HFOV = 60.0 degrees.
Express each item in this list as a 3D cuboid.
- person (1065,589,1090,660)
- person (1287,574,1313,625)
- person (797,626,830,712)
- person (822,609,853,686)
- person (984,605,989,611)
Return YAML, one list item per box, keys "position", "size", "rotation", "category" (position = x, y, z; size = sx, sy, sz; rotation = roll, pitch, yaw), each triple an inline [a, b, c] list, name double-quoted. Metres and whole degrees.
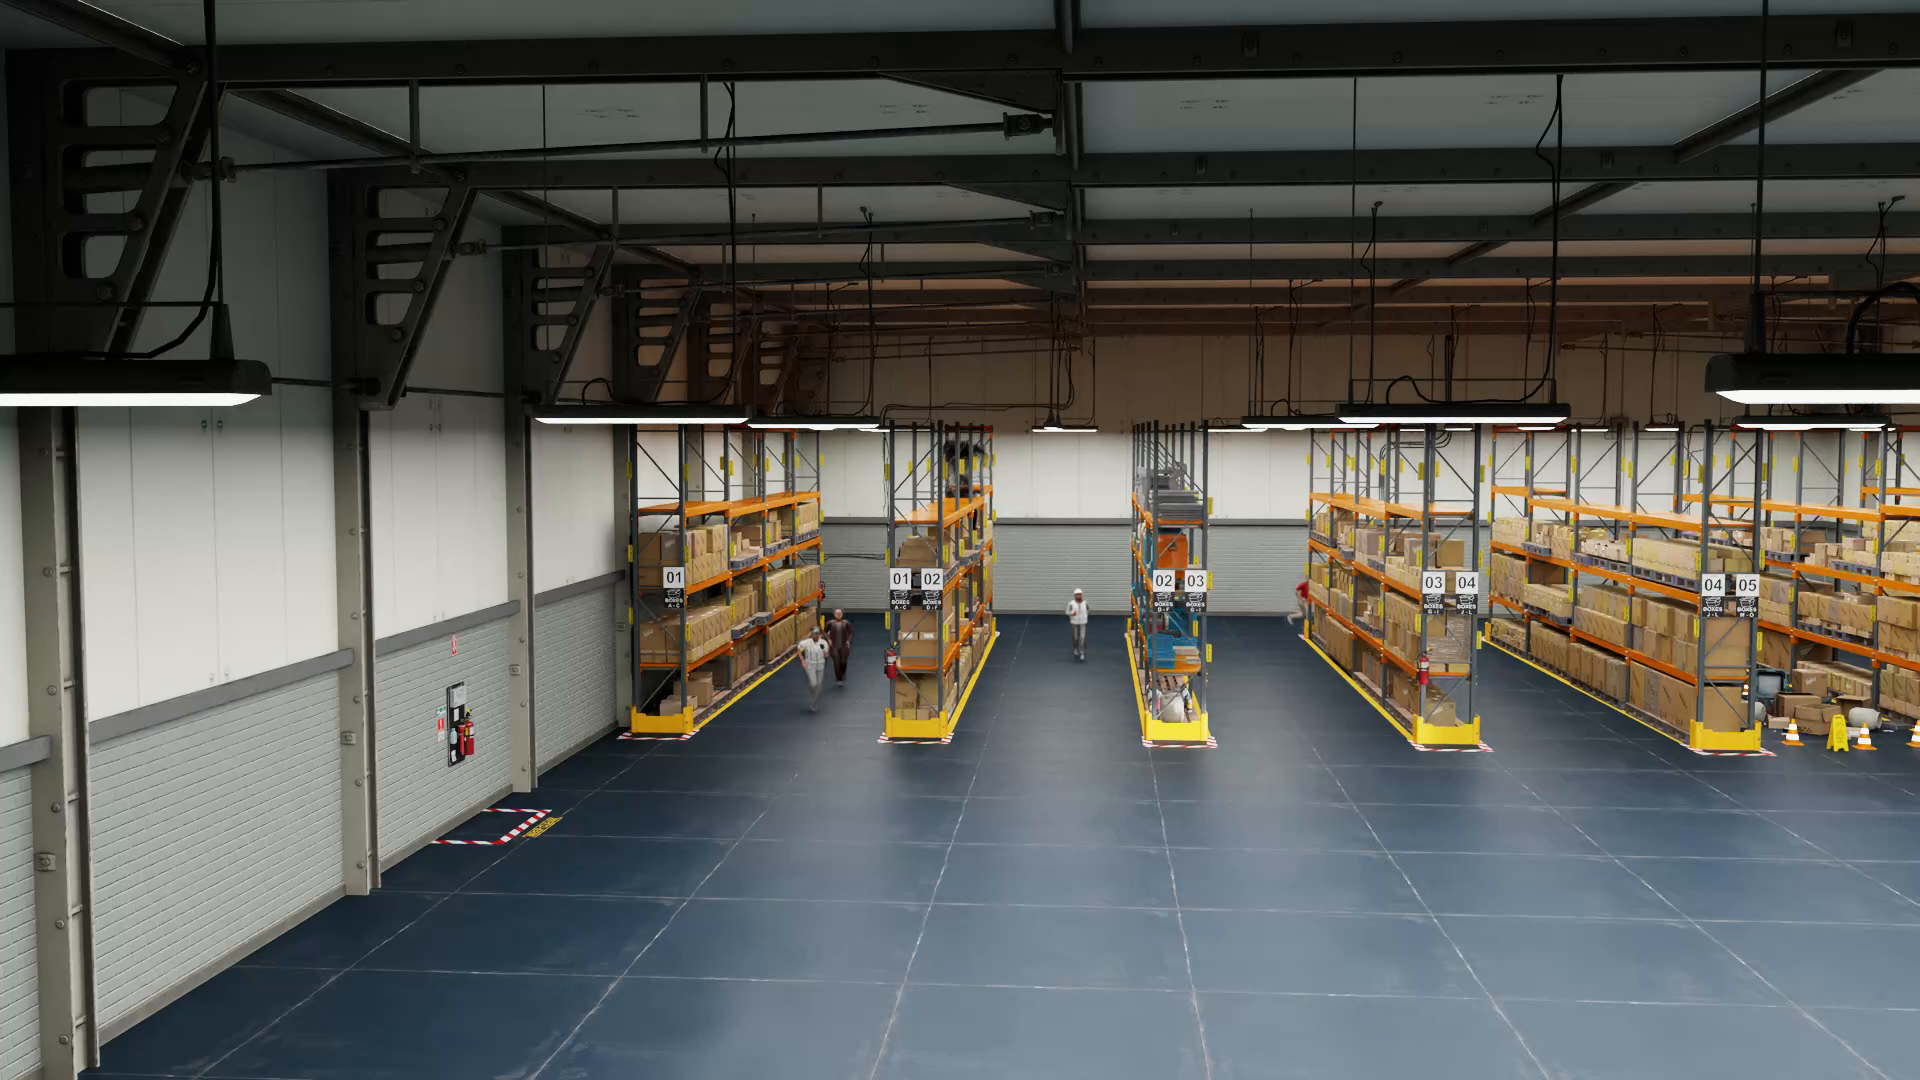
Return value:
- position: [3.020, 2.125, 42.430]
  size: [0.663, 1.760, 0.949]
  rotation: [0, 4, -3]
  category: "person"
- position: [9.965, 1.841, 48.373]
  size: [1.039, 1.733, 0.663]
  rotation: [3, 5, 37]
  category: "person"
- position: [-3.012, 2.682, 34.472]
  size: [0.660, 1.823, 0.808]
  rotation: [-1, 4, -21]
  category: "person"
- position: [-2.801, 2.444, 38.078]
  size: [0.724, 1.743, 0.645]
  rotation: [0, 4, -7]
  category: "person"
- position: [0.599, 1.857, 48.529]
  size: [0.507, 1.596, 0.549]
  rotation: [2, 4, 25]
  category: "person"
